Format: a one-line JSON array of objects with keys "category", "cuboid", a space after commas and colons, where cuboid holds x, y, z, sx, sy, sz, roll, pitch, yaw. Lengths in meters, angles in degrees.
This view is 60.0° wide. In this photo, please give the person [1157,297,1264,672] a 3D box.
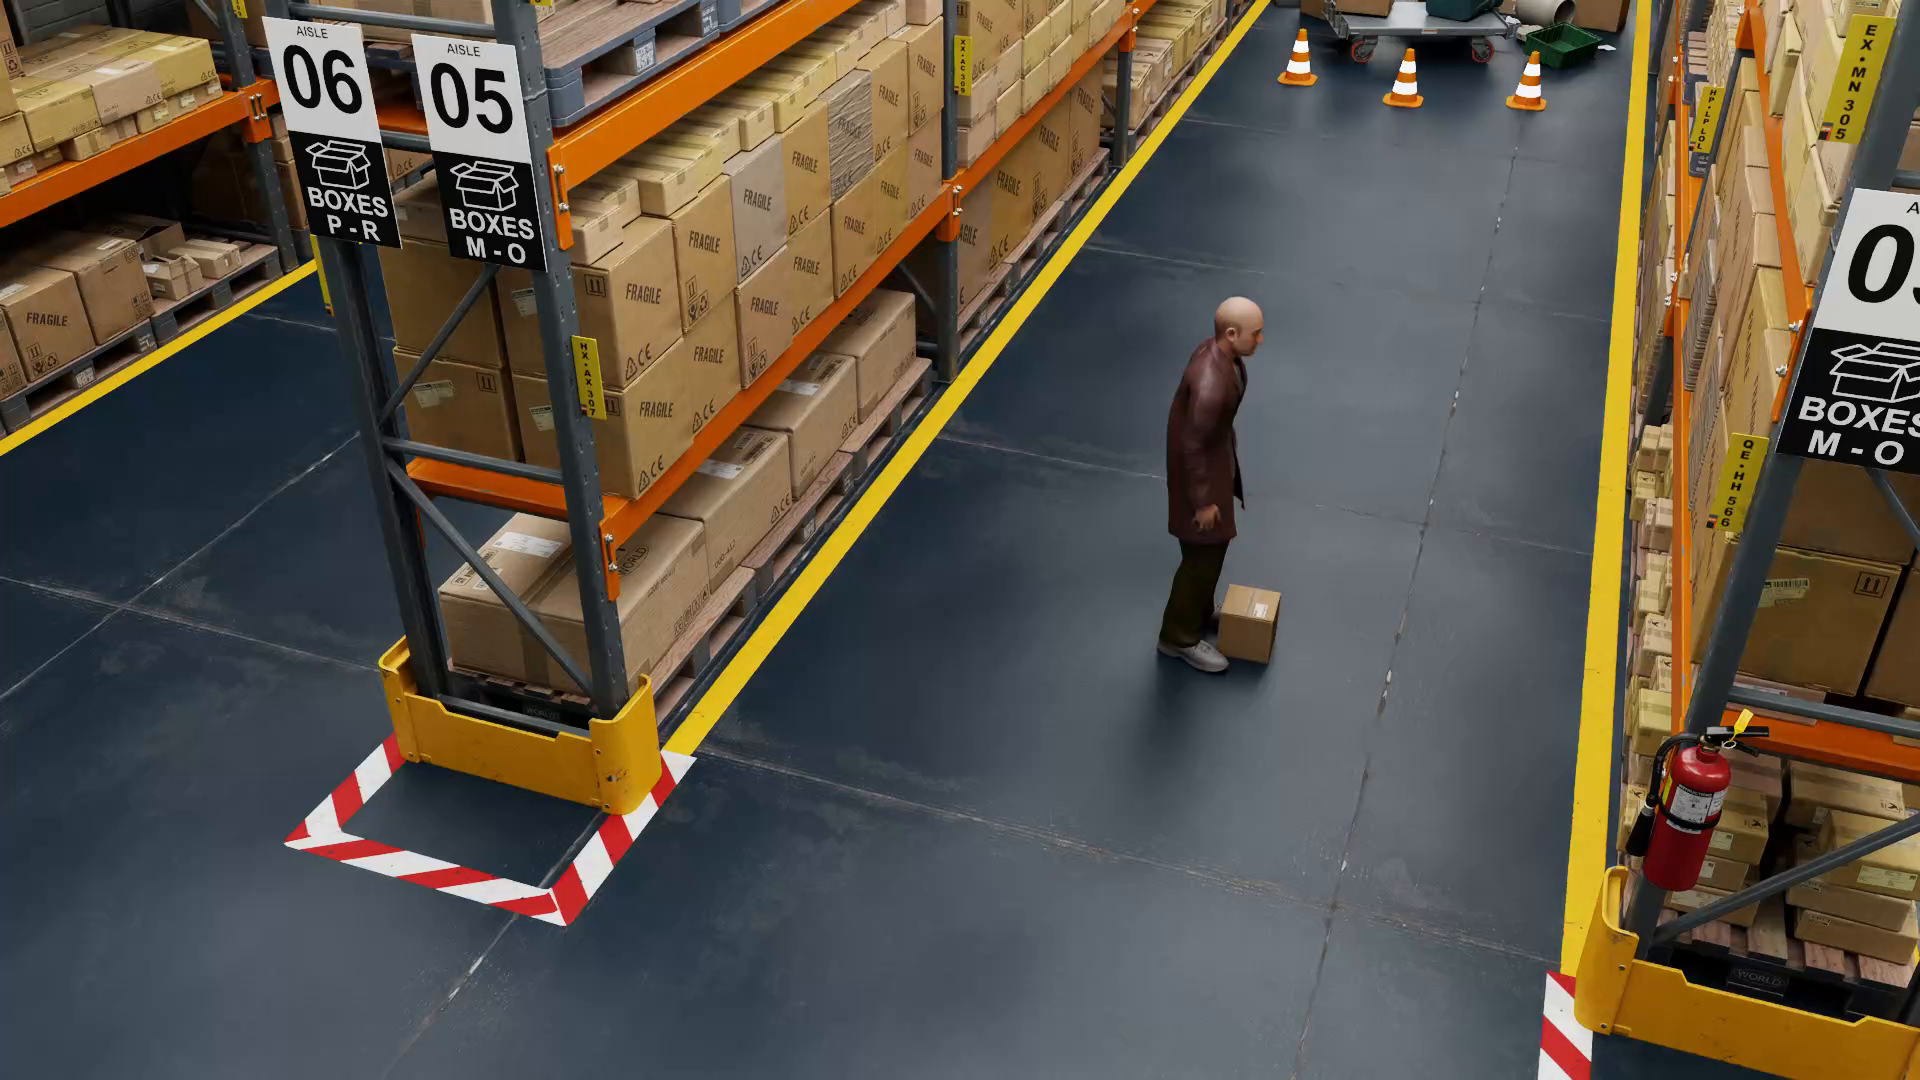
[{"category": "person", "cuboid": [1.143, -0.285, 7.594, 0.419, 1.774, 0.645, 11, 34, 16]}]
